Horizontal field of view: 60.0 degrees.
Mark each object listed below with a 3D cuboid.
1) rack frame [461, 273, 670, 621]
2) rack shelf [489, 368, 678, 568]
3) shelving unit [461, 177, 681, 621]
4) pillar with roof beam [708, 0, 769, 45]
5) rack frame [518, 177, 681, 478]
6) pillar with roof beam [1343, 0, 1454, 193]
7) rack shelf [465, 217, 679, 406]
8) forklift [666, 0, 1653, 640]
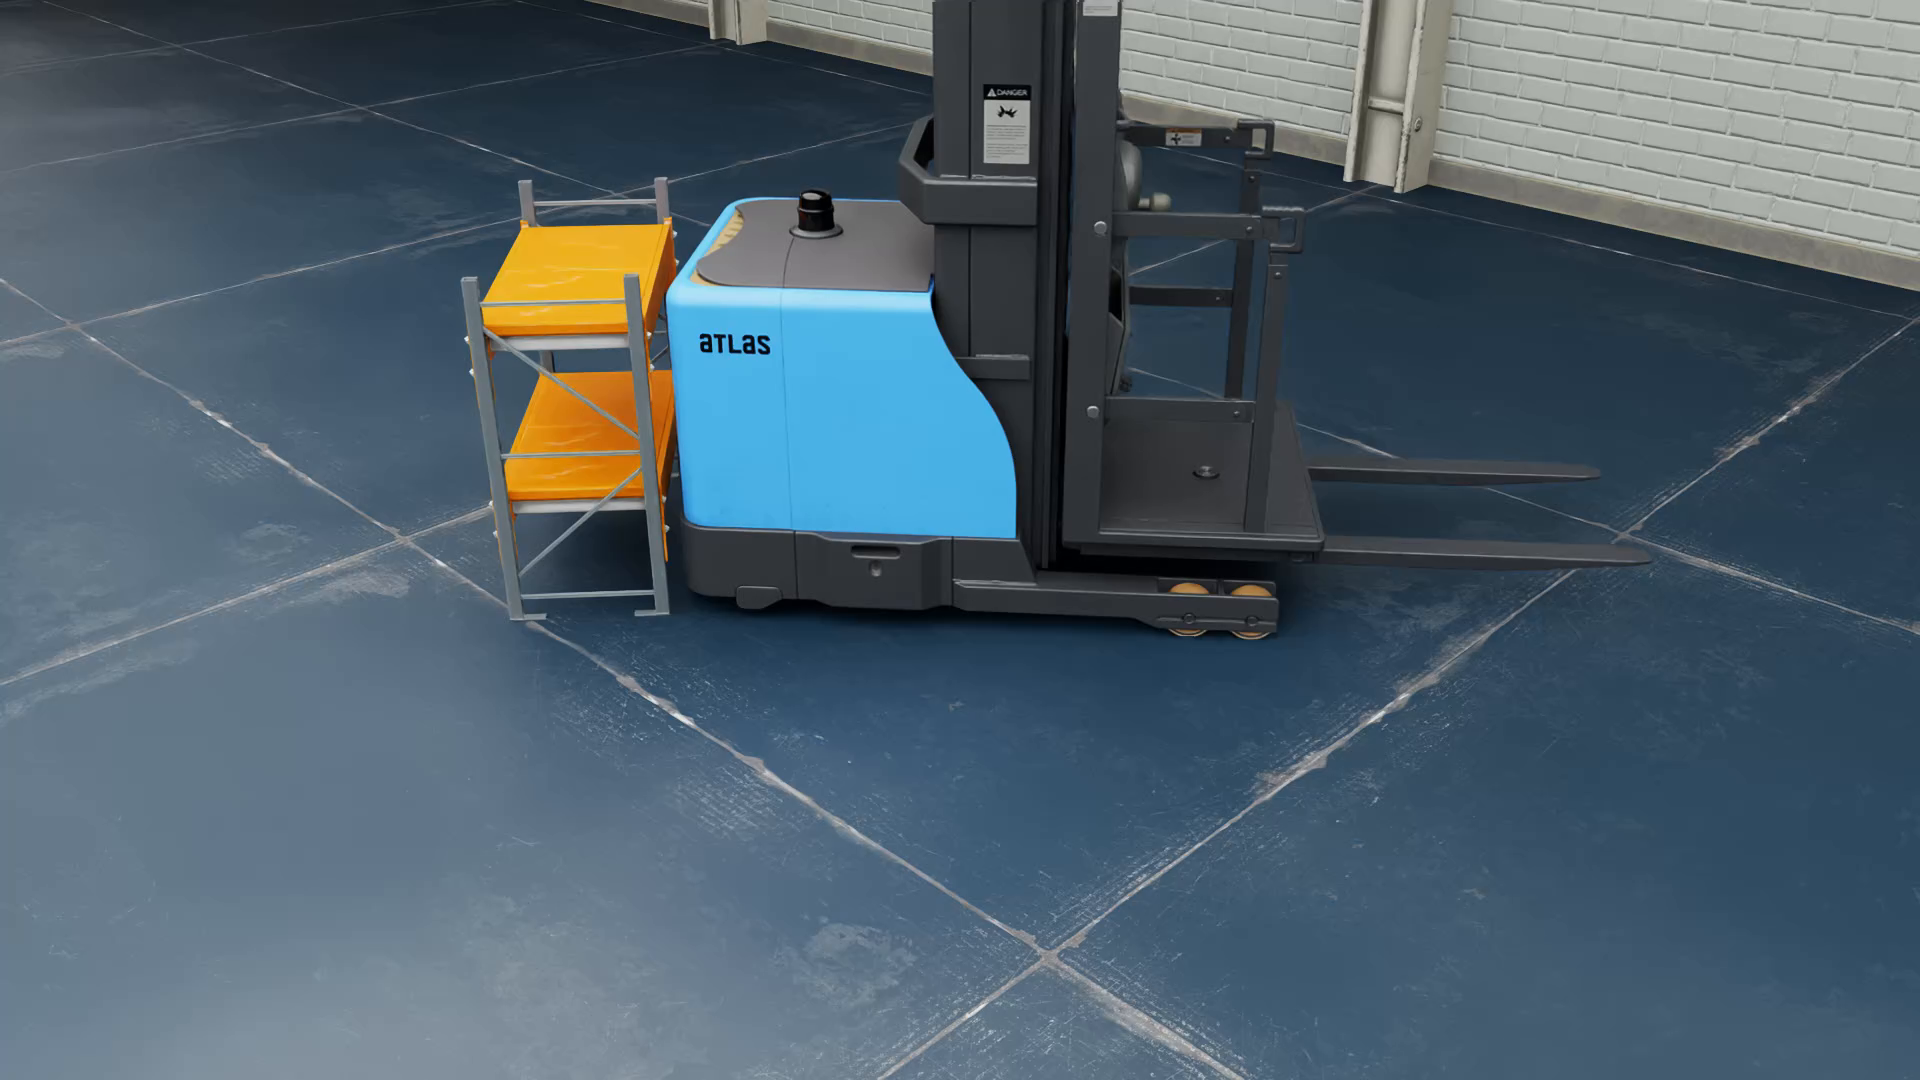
[{"bbox_3d":[-1.175,-0.256,5.029,0.500,1.125,0.032,-2,28,-4],"label":"rack frame"},{"bbox_3d":[-1.212,-0.276,5.592,0.538,0.278,1.000,-2,28,-4],"label":"rack shelf"},{"bbox_3d":[-1.212,-0.492,5.478,0.538,1.125,1.048,-2,28,-4],"label":"shelving unit"},{"bbox_3d":[-4.800,-6.612,8.655,0.400,9.000,9.100,25,36,38],"label":"pillar with roof beam"},{"bbox_3d":[-1.250,-0.728,5.926,0.500,1.125,0.032,-2,28,-4],"label":"rack frame"},{"bbox_3d":[-0.522,-4.654,4.932,0.400,9.000,9.100,25,36,38],"label":"pillar with roof beam"},{"bbox_3d":[-1.212,-0.751,5.341,0.538,0.278,1.000,-2,28,-4],"label":"rack shelf"},{"bbox_3d":[0.663,-1.246,4.970,3.031,2.935,1.130,2,28,4],"label":"forklift"}]
